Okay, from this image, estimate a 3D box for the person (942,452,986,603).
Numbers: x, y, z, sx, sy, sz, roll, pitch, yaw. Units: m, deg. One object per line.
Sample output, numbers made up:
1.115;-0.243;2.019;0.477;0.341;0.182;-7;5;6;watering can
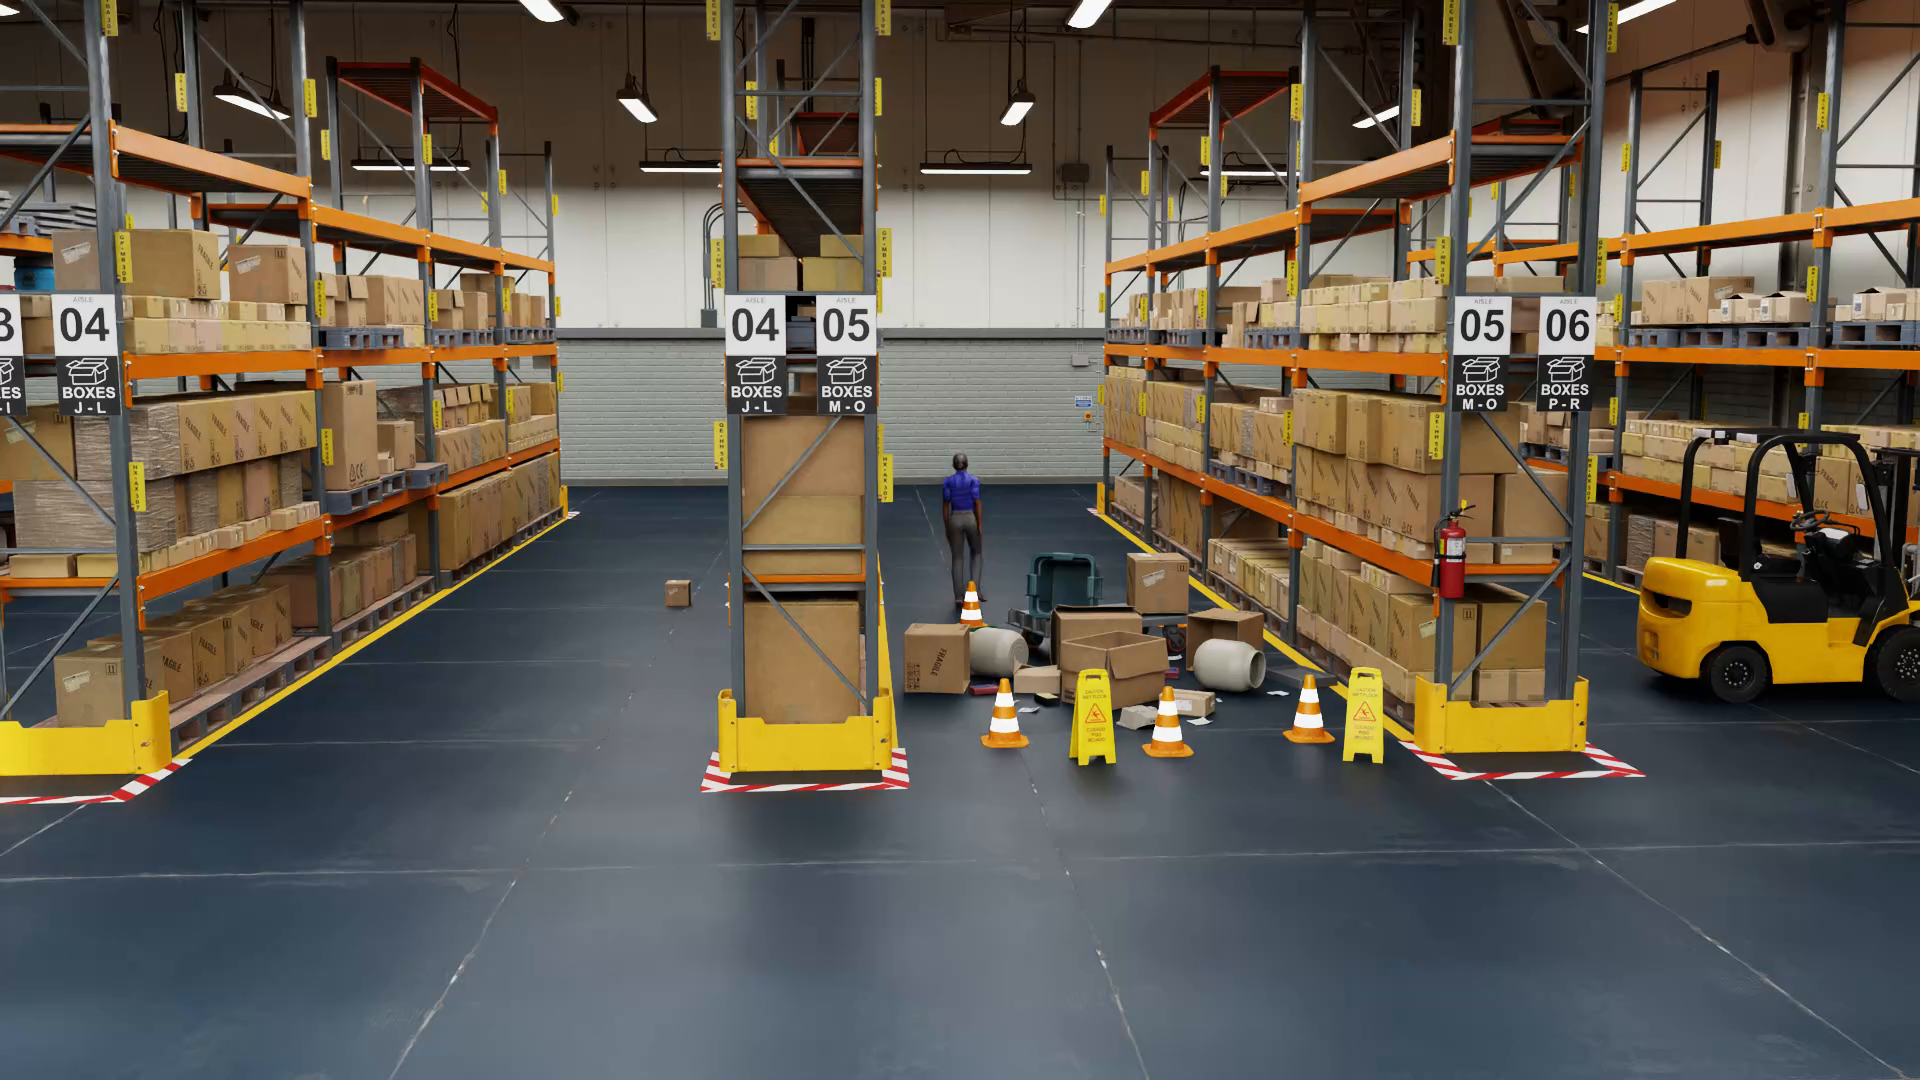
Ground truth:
0.035;-0.115;18.258;0.482;1.683;0.533;1;7;5;person
